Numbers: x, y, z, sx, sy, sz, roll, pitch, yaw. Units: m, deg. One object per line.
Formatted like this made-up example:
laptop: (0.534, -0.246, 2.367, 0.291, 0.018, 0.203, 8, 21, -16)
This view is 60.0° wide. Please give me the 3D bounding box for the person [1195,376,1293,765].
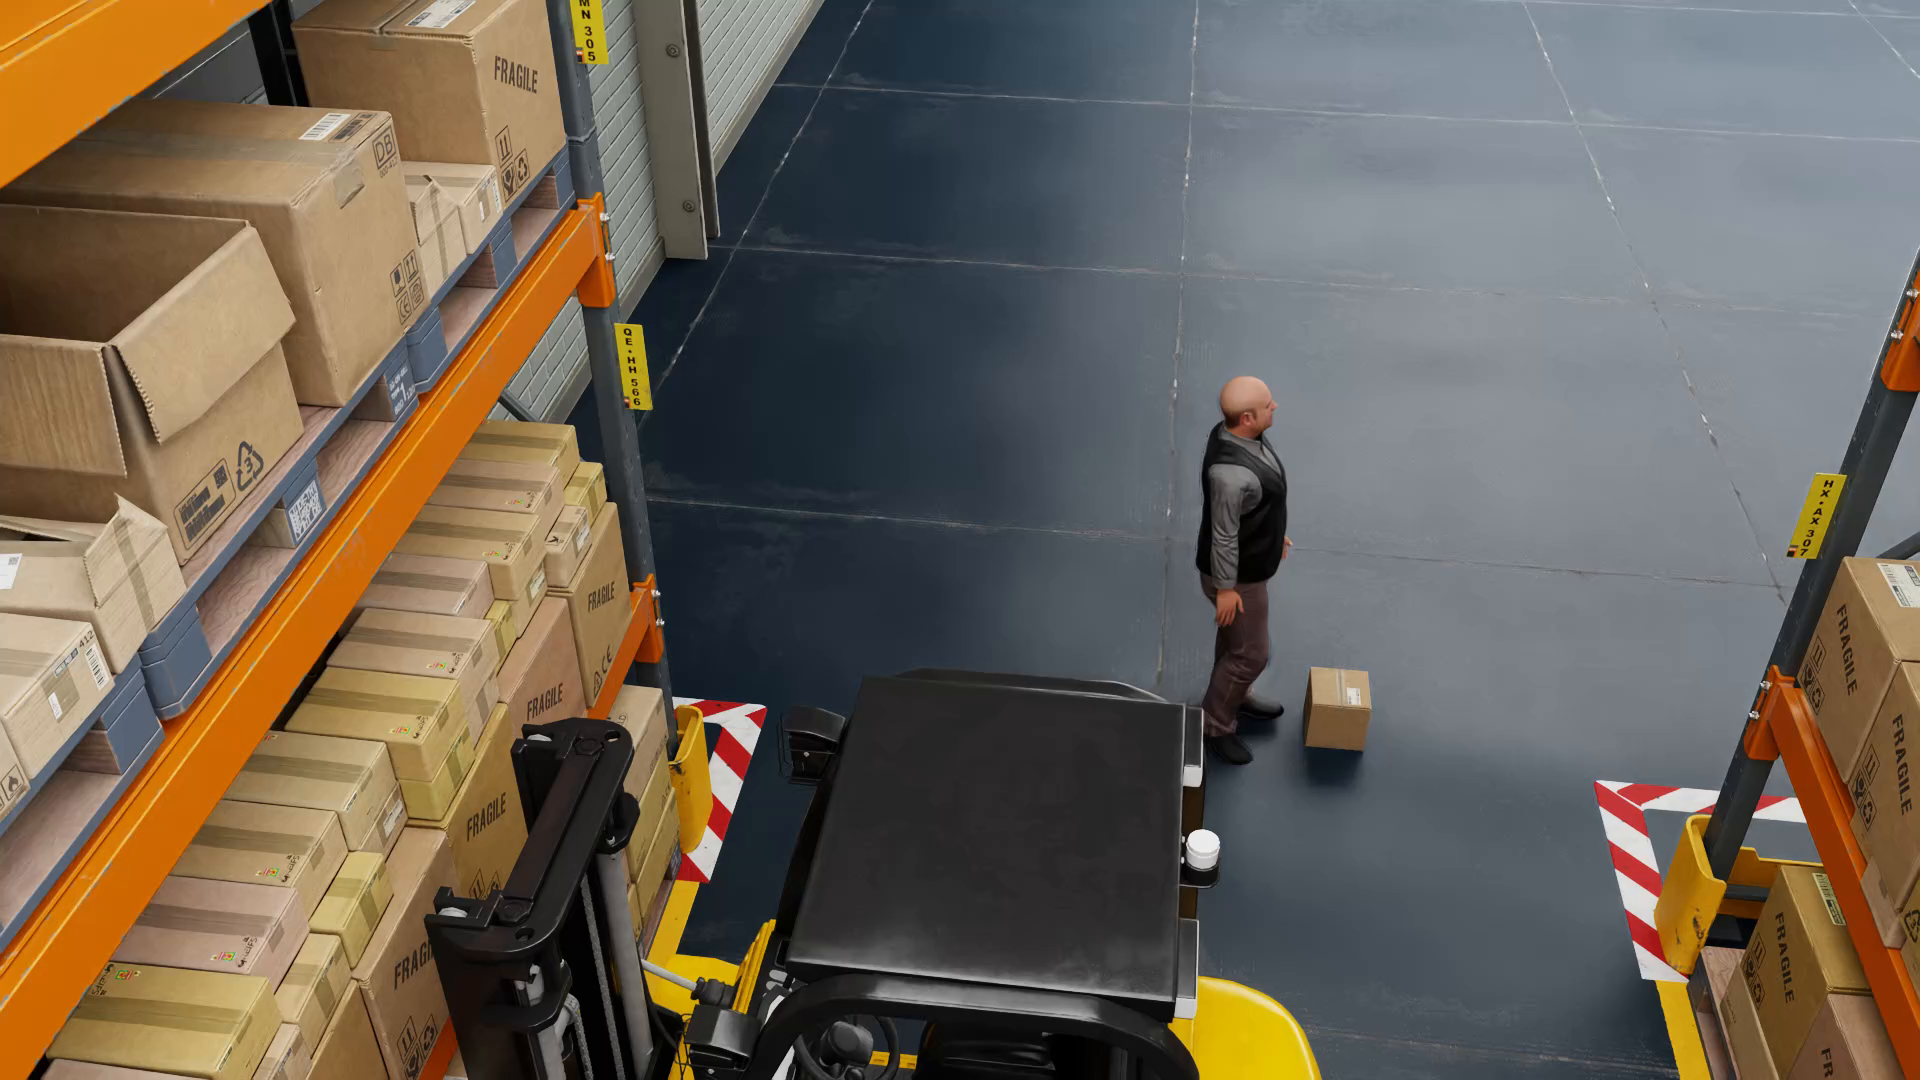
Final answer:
person: (1.198, 0.124, 6.899, 0.461, 1.790, 0.578, 7, 37, 10)
